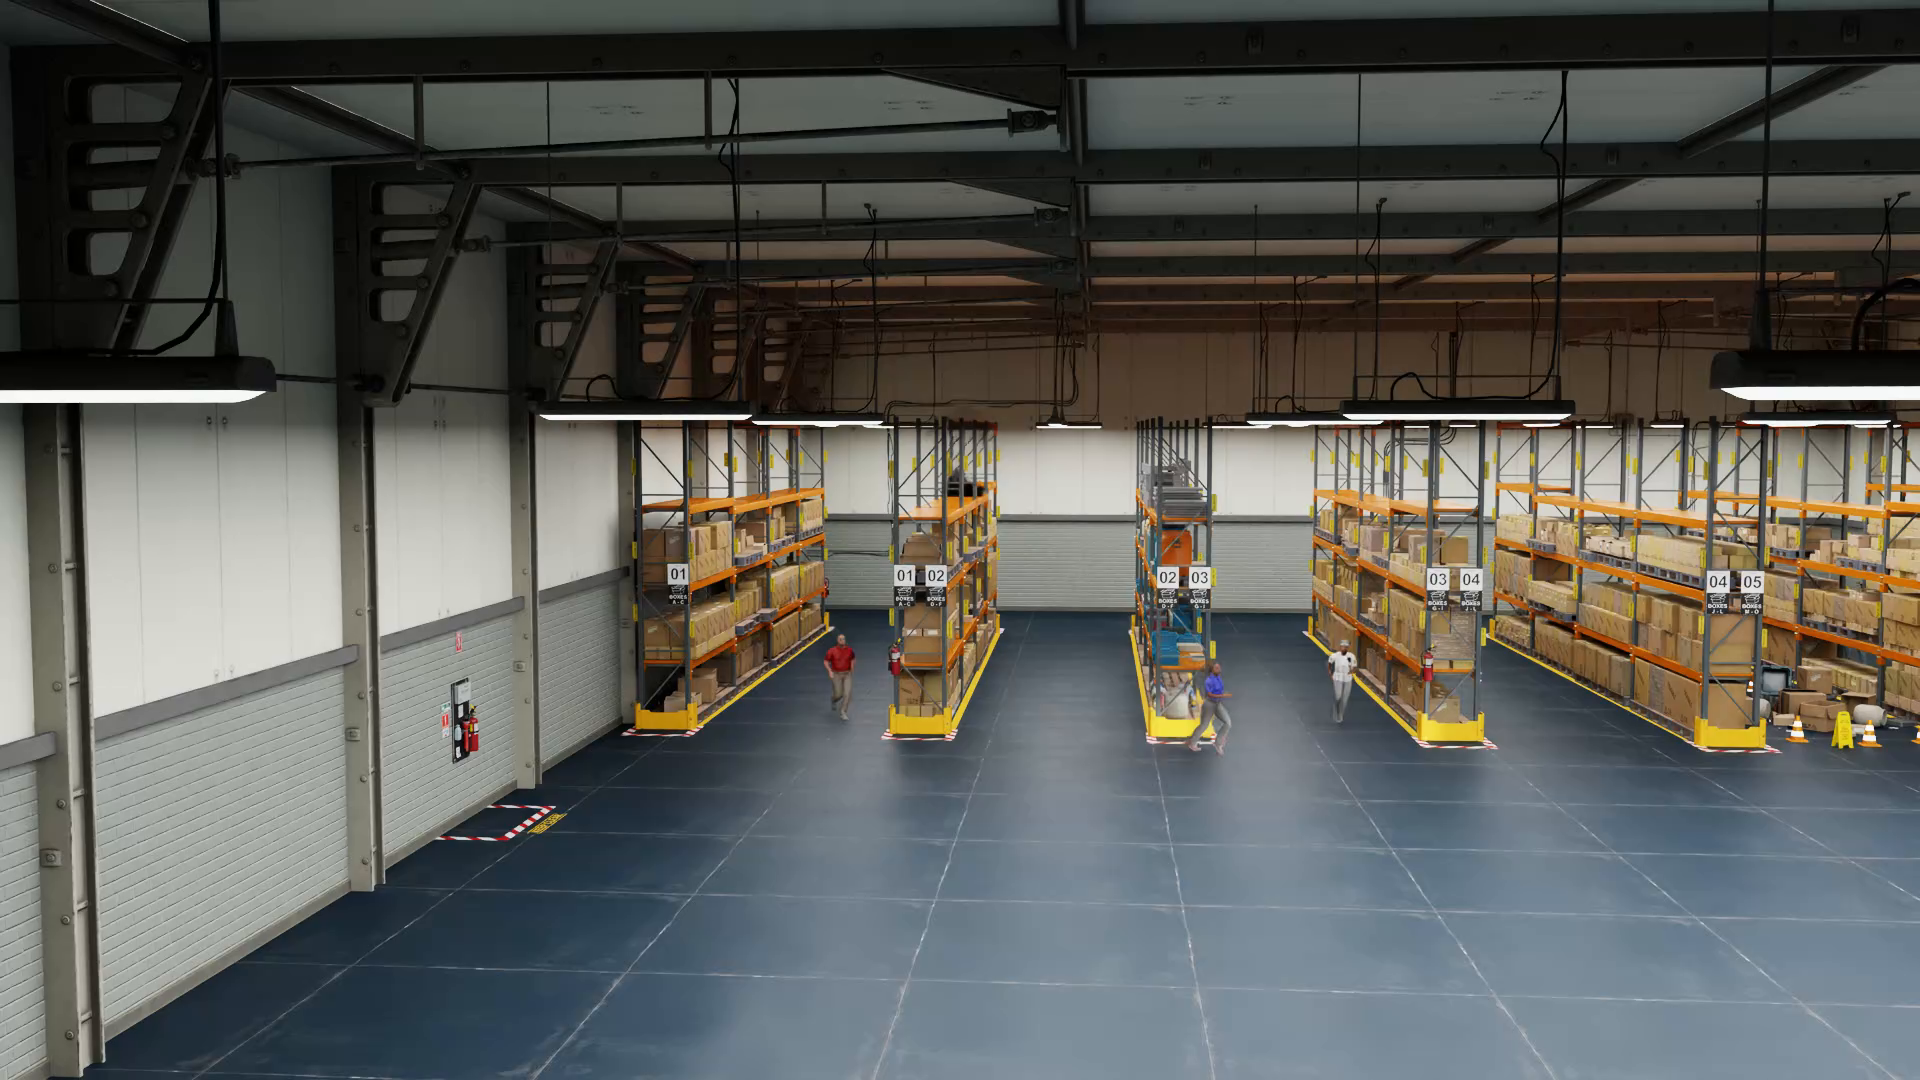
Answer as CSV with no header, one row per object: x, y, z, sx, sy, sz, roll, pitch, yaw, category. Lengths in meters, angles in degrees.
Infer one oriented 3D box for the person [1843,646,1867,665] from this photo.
21.430,2.237,39.780,0.677,1.823,0.738,0,4,-1,person

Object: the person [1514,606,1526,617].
16.013,1.777,47.282,0.780,1.713,0.513,-4,5,-44,person

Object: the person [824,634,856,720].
-2.377,2.722,33.216,0.668,1.688,0.645,-1,4,-20,person

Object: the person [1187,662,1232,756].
4.476,2.978,29.456,0.865,1.673,0.585,3,5,41,person

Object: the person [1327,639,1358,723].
7.484,2.756,32.518,0.569,1.656,0.667,0,4,5,person
